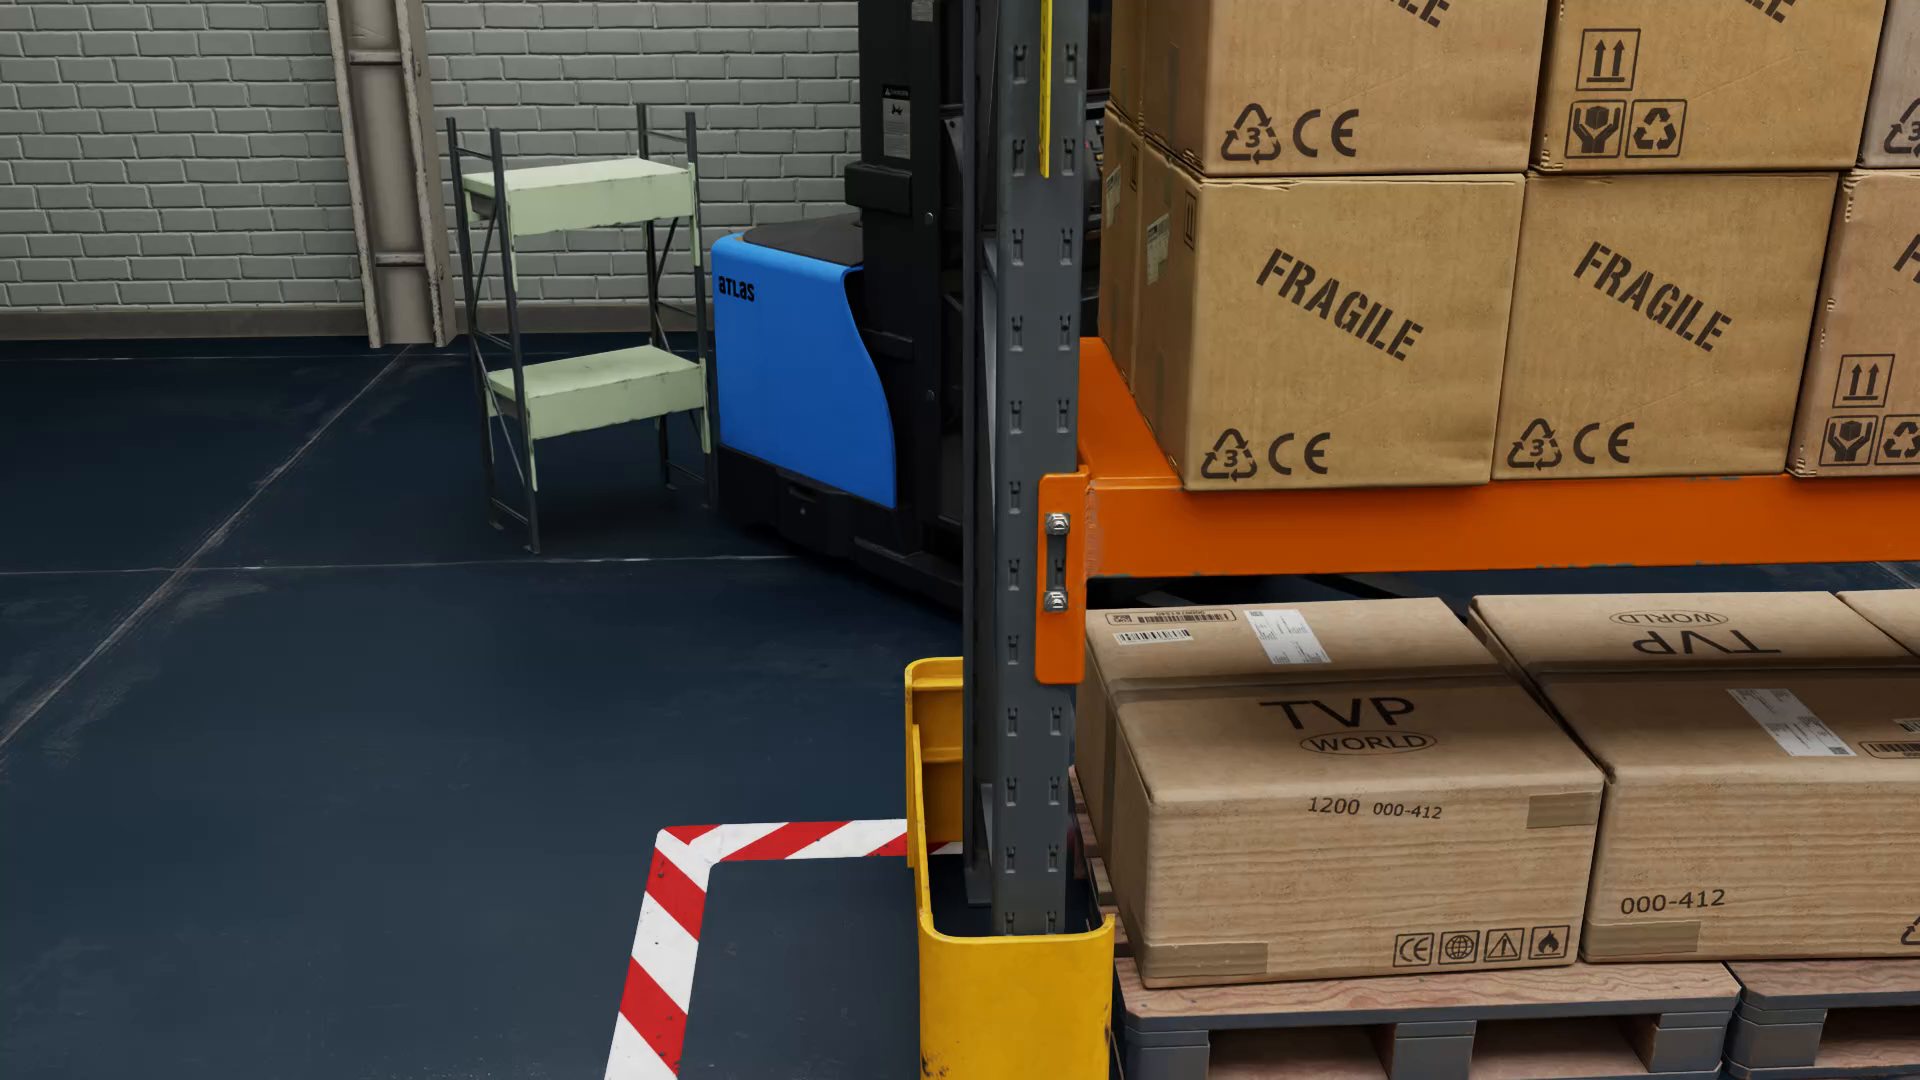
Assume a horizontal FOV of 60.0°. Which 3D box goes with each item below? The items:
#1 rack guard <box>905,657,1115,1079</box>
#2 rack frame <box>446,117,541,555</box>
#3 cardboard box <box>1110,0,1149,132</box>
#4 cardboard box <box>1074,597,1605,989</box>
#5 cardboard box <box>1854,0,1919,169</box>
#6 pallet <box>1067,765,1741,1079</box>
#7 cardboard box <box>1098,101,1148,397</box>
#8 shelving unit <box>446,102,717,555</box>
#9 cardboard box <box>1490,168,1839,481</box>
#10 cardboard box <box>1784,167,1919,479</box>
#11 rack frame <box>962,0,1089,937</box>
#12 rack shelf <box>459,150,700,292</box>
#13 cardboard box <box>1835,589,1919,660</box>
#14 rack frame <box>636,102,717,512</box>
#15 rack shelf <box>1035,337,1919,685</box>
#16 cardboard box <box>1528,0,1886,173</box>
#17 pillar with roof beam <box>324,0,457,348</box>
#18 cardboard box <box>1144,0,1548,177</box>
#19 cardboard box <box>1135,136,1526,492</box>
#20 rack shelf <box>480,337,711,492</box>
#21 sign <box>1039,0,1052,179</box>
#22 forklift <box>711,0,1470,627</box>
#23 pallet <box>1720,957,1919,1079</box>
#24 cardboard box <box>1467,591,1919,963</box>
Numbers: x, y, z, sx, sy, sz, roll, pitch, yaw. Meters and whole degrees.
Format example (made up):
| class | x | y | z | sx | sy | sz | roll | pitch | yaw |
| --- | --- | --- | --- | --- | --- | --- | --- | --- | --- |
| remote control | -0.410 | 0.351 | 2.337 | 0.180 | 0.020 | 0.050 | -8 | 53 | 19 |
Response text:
| class | x | y | z | sx | sy | sz | roll | pitch | yaw |
| --- | --- | --- | --- | --- | --- | --- | --- | --- | --- |
| rack guard | 0.073 | 0.721 | 3.524 | 0.348 | 0.500 | 1.175 | -1 | 21 | -3 |
| rack frame | -1.643 | -0.705 | 5.864 | 0.023 | 1.500 | 0.400 | -16 | 26 | -35 |
| cardboard box | 0.565 | -1.056 | 3.133 | 0.500 | 0.500 | 0.500 | 0 | 21 | -1 |
| cardboard box | 0.751 | 0.505 | 3.590 | 0.875 | 0.438 | 0.875 | -2 | 21 | -5 |
| cardboard box | 1.622 | -0.896 | 2.714 | 0.500 | 0.500 | 0.500 | -1 | 21 | -3 |
| pallet | 0.891 | 0.812 | 3.693 | 1.213 | 0.211 | 1.003 | -1 | 21 | -3 |
| cardboard box | 0.564 | -0.598 | 3.336 | 0.500 | 0.500 | 0.500 | -1 | 21 | -3 |
| shelving unit | -1.356 | -0.786 | 6.076 | 0.755 | 1.500 | 0.431 | -16 | 26 | -35 |
| cardboard box | 1.096 | -0.422 | 2.874 | 0.500 | 0.500 | 0.500 | -1 | 21 | -4 |
| cardboard box | 1.605 | -0.426 | 2.884 | 0.500 | 0.500 | 0.500 | -1 | 21 | -3 |
| rack frame | 0.097 | -0.448 | 3.081 | 0.127 | 3.000 | 1.000 | -1 | 21 | -3 |
| rack shelf | -1.356 | -1.150 | 5.937 | 0.720 | 0.370 | 0.431 | -16 | 26 | -35 |
| cardboard box | 2.564 | 0.465 | 3.694 | 0.875 | 0.438 | 0.875 | -2 | 21 | -5 |
| rack frame | -1.069 | -0.866 | 6.288 | 0.023 | 1.500 | 0.400 | -16 | 26 | -35 |
| rack shelf | 2.094 | -0.152 | 3.315 | 4.000 | 0.370 | 1.077 | -1 | 21 | -3 |
| cardboard box | 1.108 | -0.883 | 2.679 | 0.500 | 0.500 | 0.500 | -2 | 21 | -5 |
| pillar with roof beam | -2.687 | -3.751 | 3.325 | 0.400 | 9.000 | 9.100 | -1 | 21 | -3 |
| cardboard box | 0.593 | -0.870 | 2.645 | 0.500 | 0.500 | 0.500 | -2 | 21 | -4 |
| cardboard box | 0.593 | -0.402 | 2.821 | 0.500 | 0.500 | 0.500 | -1 | 21 | -3 |
| rack shelf | -1.356 | -0.481 | 6.192 | 0.720 | 0.370 | 0.431 | -16 | 26 | -35 |
| sign | 0.123 | -0.692 | 2.394 | 0.005 | 0.325 | 0.100 | -1 | 21 | -3 |
| forklift | 0.462 | -1.188 | 5.122 | 1.130 | 2.935 | 3.031 | -18 | 28 | -40 |
| pallet | 2.106 | 0.788 | 3.755 | 1.213 | 0.211 | 1.003 | -1 | 21 | -3 |
| cardboard box | 1.664 | 0.483 | 3.647 | 0.875 | 0.438 | 0.875 | -1 | 21 | -2 |
